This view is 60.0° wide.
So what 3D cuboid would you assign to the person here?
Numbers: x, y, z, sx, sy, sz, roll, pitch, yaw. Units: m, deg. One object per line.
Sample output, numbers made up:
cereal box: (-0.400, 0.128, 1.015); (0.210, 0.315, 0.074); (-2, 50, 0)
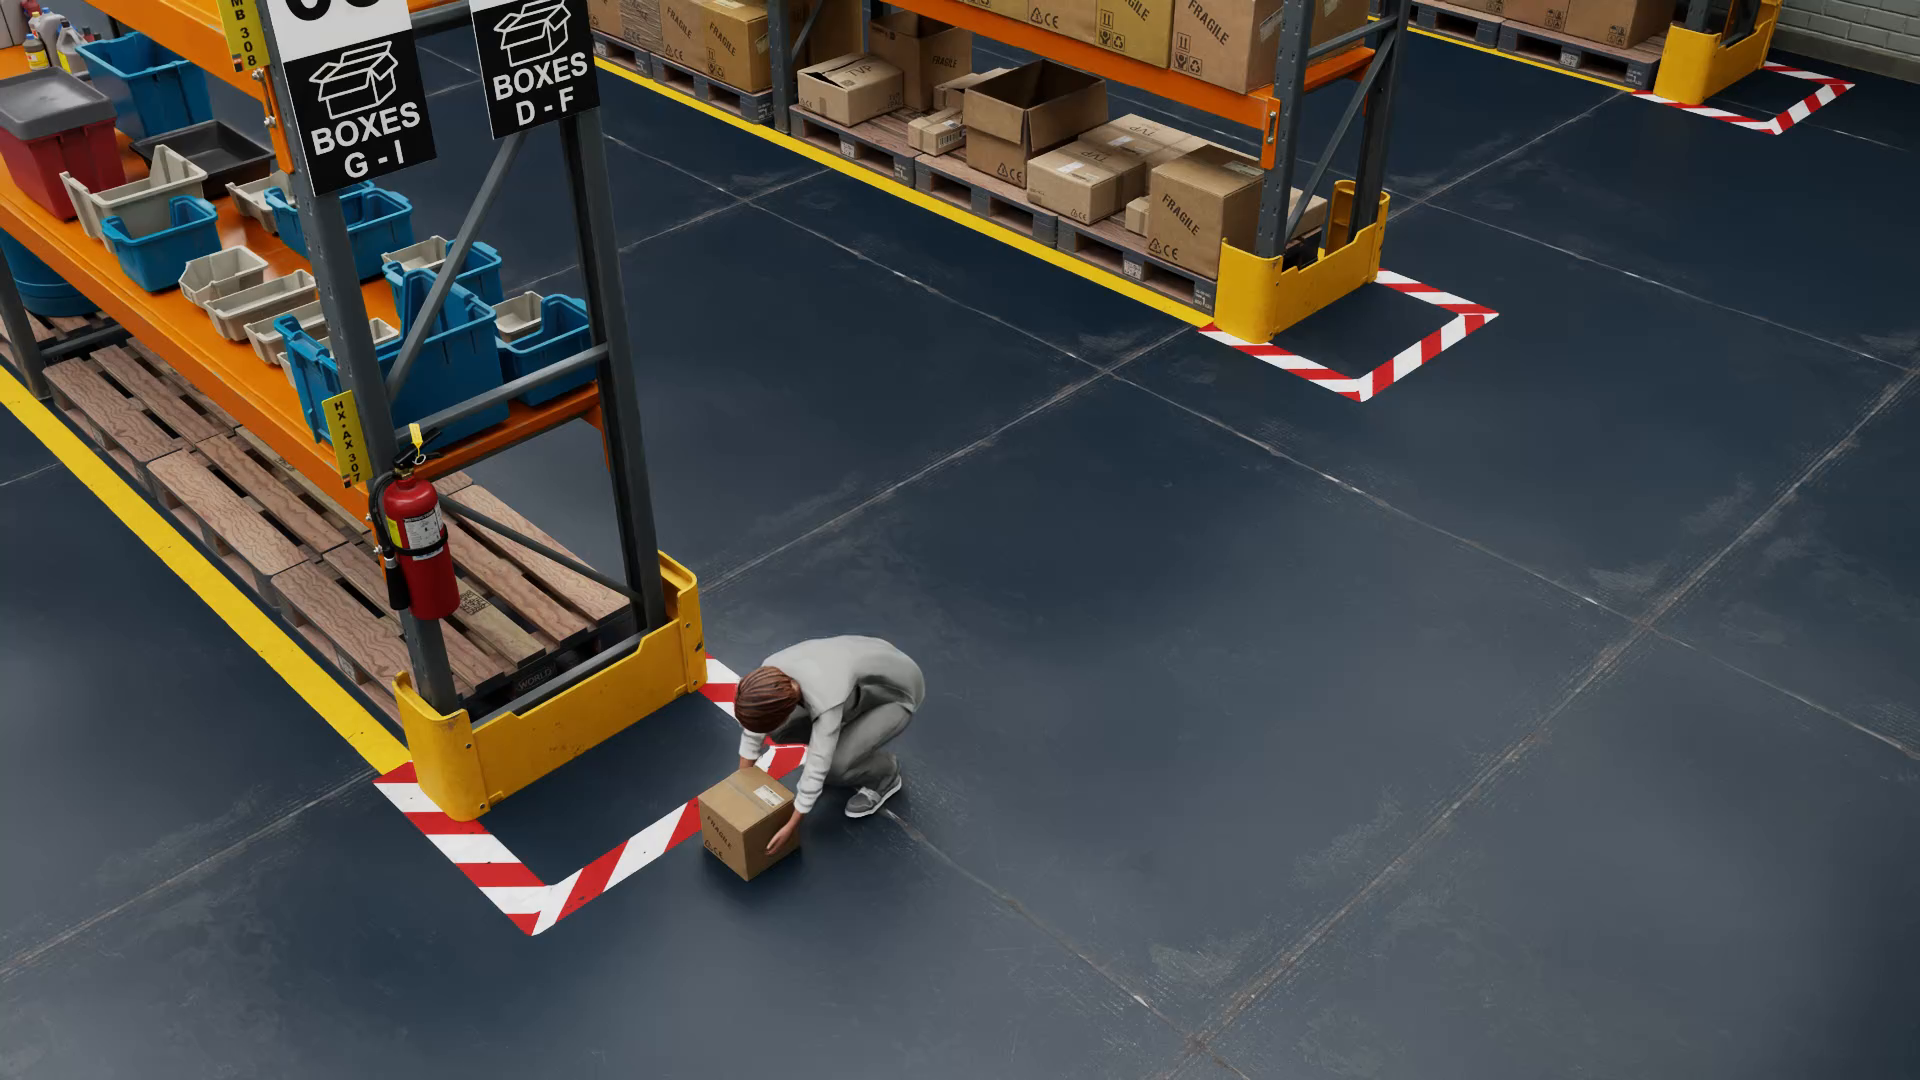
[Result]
person: (-0.489, 0.658, 5.940); (0.782, 0.788, 0.432); (-27, 44, -32)
